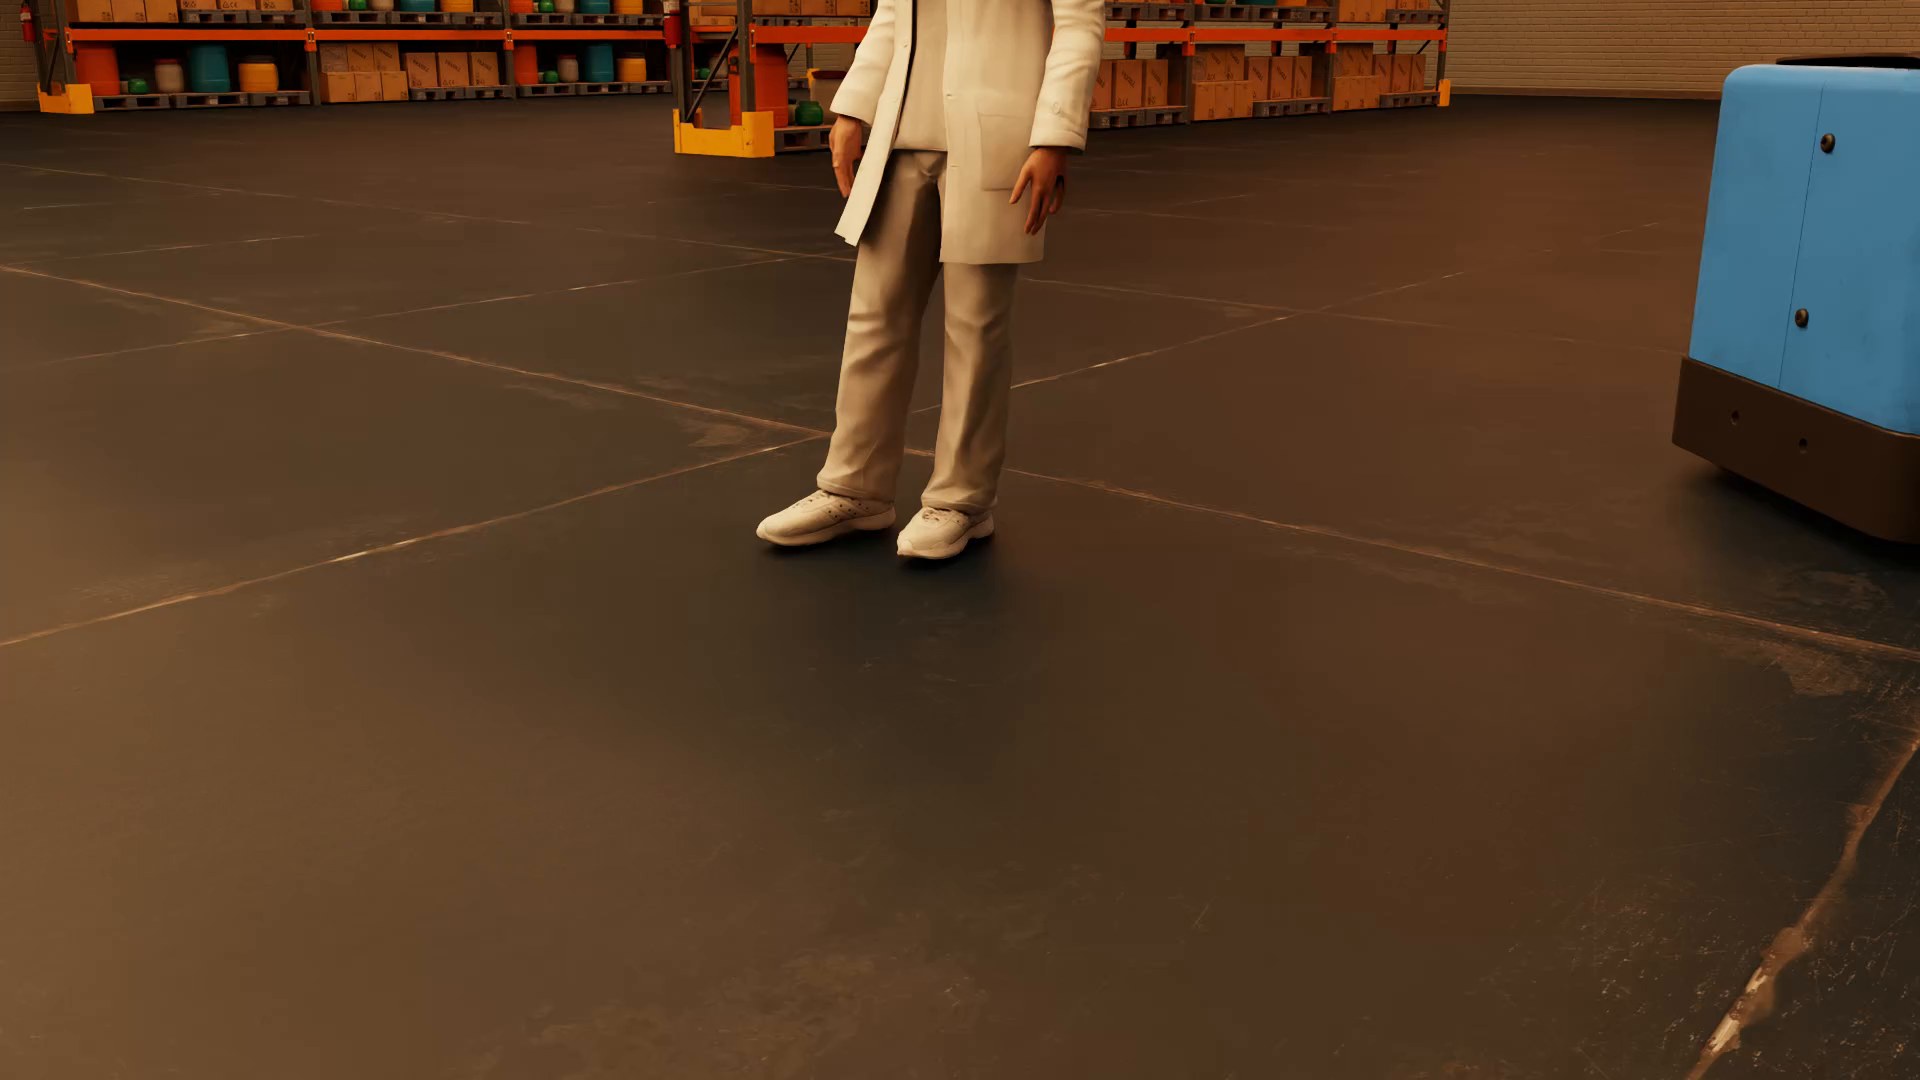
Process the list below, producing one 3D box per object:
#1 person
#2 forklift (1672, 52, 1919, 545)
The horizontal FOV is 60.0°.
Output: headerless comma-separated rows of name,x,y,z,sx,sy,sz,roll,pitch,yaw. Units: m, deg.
person,-0.061,-0.838,3.616,0.698,1.778,0.578,13,21,37
forklift,3.503,-1.510,3.871,3.031,2.935,1.130,-2,17,-5
